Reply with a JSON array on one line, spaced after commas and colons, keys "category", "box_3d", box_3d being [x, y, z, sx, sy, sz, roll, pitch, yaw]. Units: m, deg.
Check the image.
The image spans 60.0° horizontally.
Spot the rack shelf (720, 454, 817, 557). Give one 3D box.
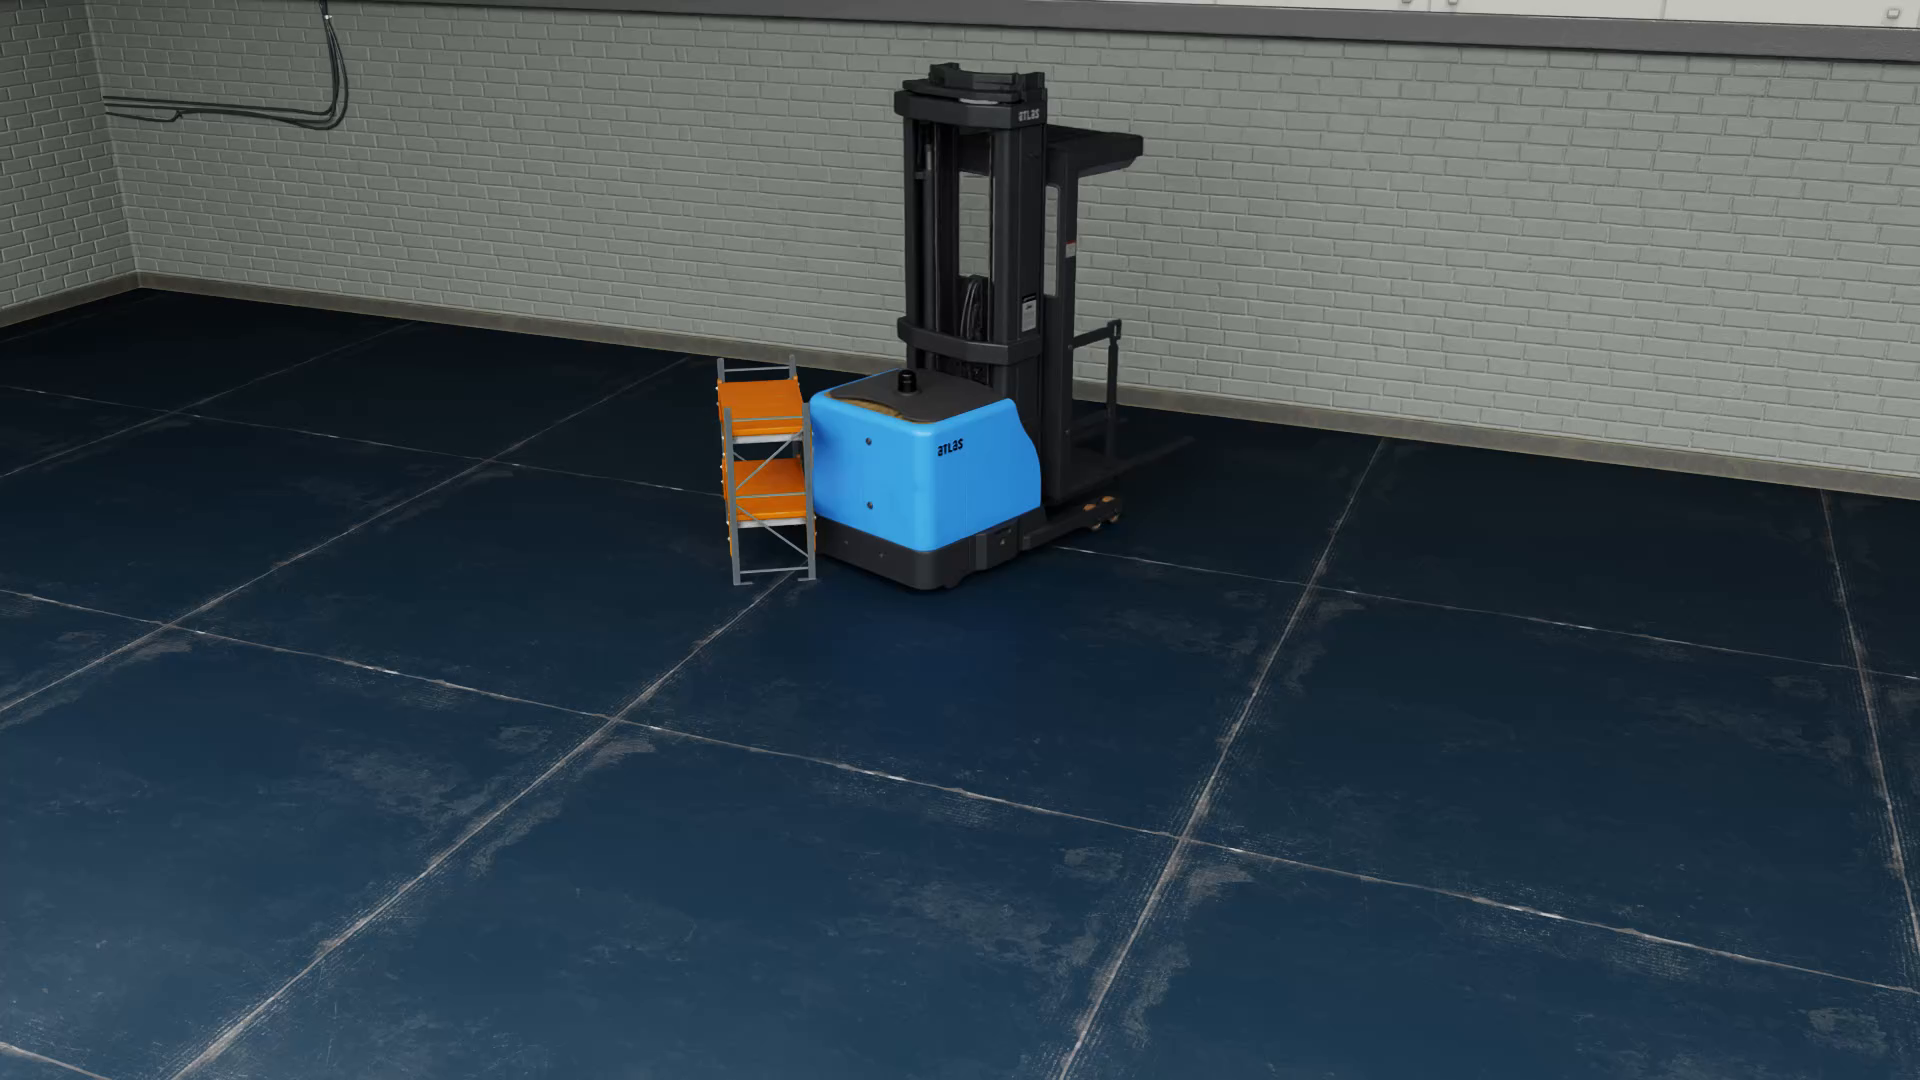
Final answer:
[{"category": "rack shelf", "box_3d": [-1.216, -0.232, 10.480, 0.538, 0.278, 1.000, -4, 23, -9]}]

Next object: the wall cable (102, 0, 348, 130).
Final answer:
[{"category": "wall cable", "box_3d": [-6.995, -5.071, 15.244, 3.097, 2.526, 0.112, 9, 24, 20]}]

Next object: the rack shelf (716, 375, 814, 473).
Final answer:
[{"category": "rack shelf", "box_3d": [-1.216, -0.728, 10.273, 0.538, 0.278, 1.000, -4, 23, -9]}]

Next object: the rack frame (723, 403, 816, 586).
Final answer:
[{"category": "rack frame", "box_3d": [-1.129, -0.265, 9.924, 0.500, 1.125, 0.032, -4, 23, -9]}]

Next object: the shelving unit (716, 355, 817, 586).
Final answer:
[{"category": "shelving unit", "box_3d": [-1.216, -0.458, 10.386, 0.538, 1.125, 1.048, -4, 23, -9]}]

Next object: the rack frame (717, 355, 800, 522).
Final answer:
[{"category": "rack frame", "box_3d": [-1.302, -0.651, 10.849, 0.500, 1.125, 0.032, -4, 23, -9]}]

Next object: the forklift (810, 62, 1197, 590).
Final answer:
[{"category": "forklift", "box_3d": [0.437, -1.540, 10.635, 1.130, 2.935, 3.031, 19, 30, 39]}]
